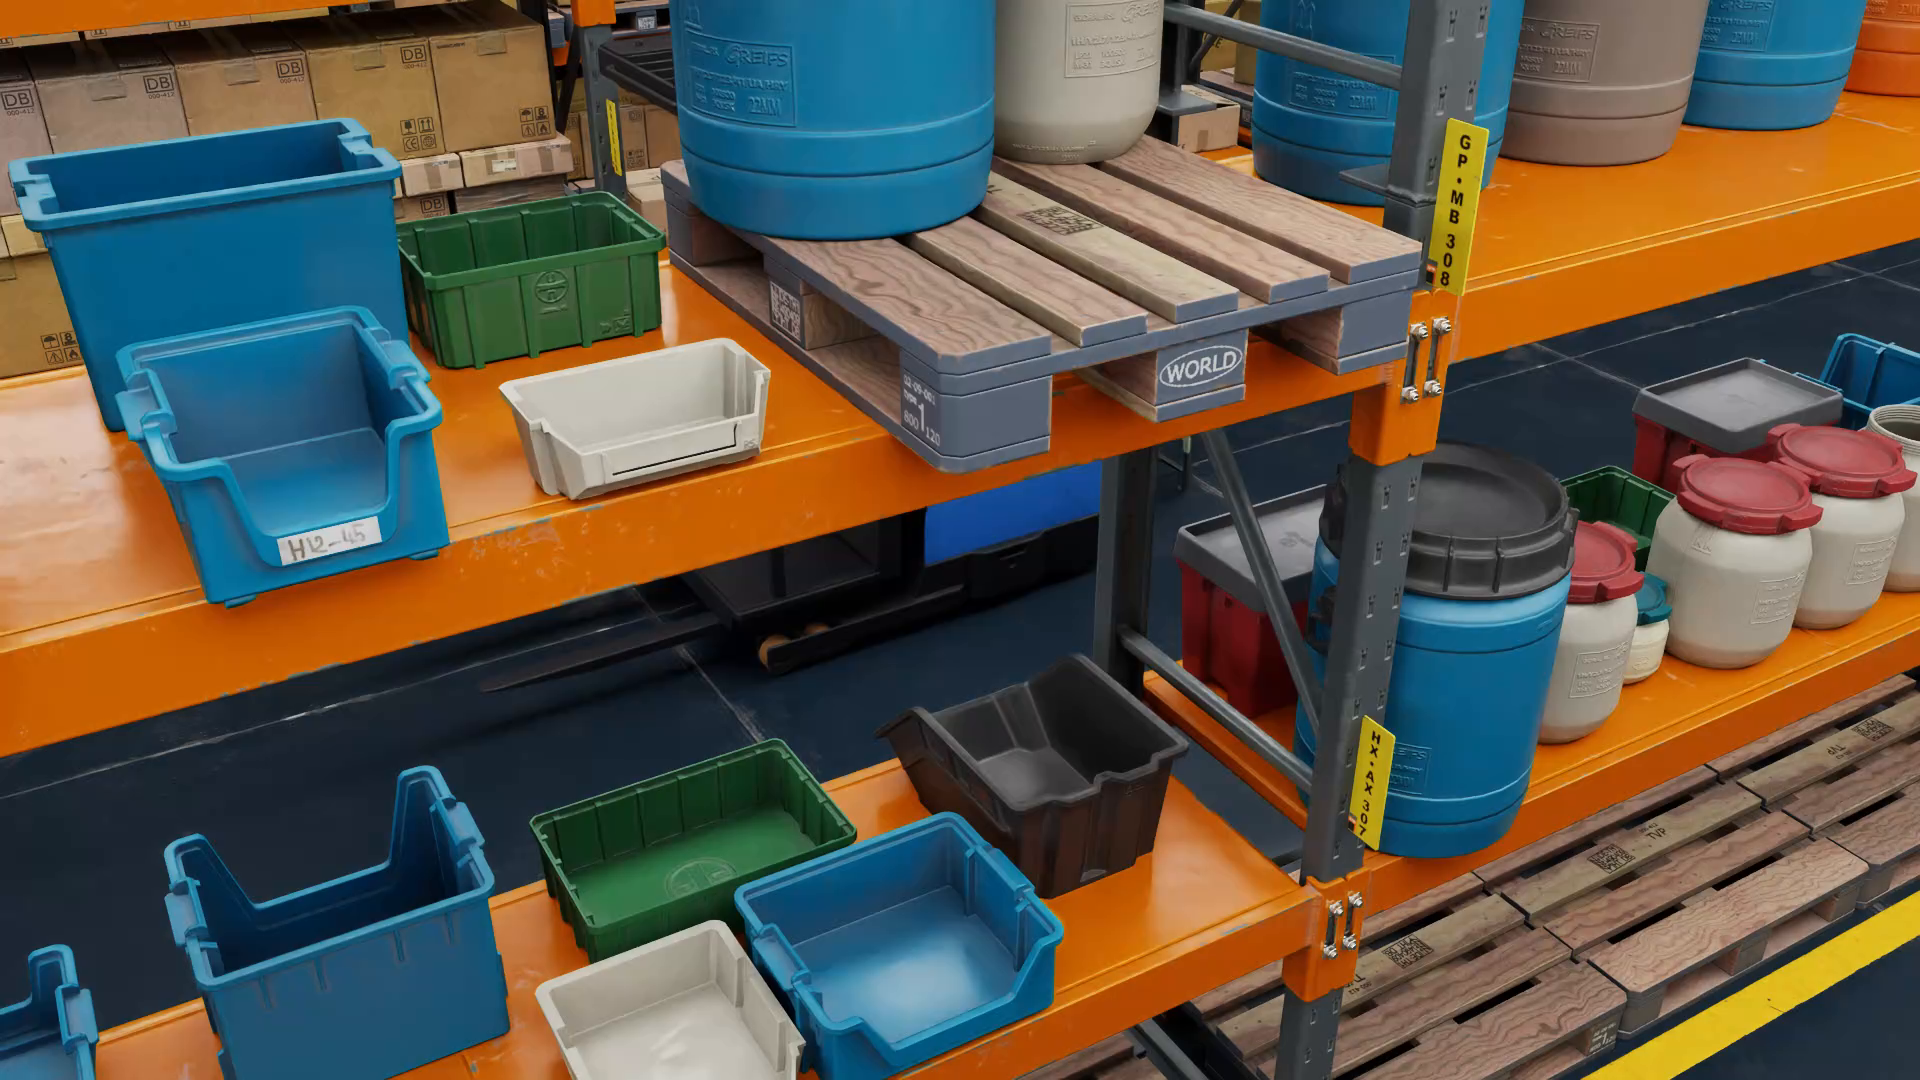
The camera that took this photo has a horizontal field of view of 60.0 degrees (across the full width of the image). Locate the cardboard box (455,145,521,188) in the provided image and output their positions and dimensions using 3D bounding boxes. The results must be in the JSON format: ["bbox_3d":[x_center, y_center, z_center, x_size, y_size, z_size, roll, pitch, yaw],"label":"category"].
[{"bbox_3d":[-2.167,-1.725,7.496,0.250,0.149,0.380,-17,33,-27],"label":"cardboard box"}]

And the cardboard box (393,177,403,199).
[{"bbox_3d":[-2.618,-1.595,7.261,0.250,0.149,0.380,-16,33,-26],"label":"cardboard box"}]

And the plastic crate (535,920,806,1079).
[{"bbox_3d":[-0.592,1.070,3.479,0.437,0.136,0.530,-16,33,-26],"label":"plastic crate"}]

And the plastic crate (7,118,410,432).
[{"bbox_3d":[-1.278,-0.467,2.905,0.575,0.384,0.392,-16,33,-26],"label":"plastic crate"}]

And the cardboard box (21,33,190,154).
[{"bbox_3d":[-3.504,-1.744,6.860,0.500,0.500,0.700,-16,33,-26],"label":"cardboard box"}]

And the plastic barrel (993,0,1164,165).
[{"bbox_3d":[0.208,-1.071,3.431,0.421,0.512,0.421,0,29,0],"label":"plastic barrel"}]

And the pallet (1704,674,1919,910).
[{"bbox_3d":[3.440,0.867,6.460,1.213,0.211,1.003,-16,33,-26],"label":"pallet"}]

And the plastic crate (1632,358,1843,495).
[{"bbox_3d":[2.580,-0.287,5.600,0.583,0.464,0.402,-16,33,-26],"label":"plastic crate"}]

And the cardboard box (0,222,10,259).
[{"bbox_3d":[-3.939,-1.221,6.583,0.250,0.149,0.380,-17,33,-28],"label":"cardboard box"}]

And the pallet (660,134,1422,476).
[{"bbox_3d":[0.107,-0.561,3.254,1.003,0.211,1.213,-16,33,-26],"label":"pallet"}]

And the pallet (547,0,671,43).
[{"bbox_3d":[-2.577,-4.069,12.717,1.213,0.211,1.003,-16,33,-26],"label":"pallet"}]

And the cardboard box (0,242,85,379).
[{"bbox_3d":[-3.985,-1.036,6.919,0.500,0.500,0.700,-16,33,-26],"label":"cardboard box"}]

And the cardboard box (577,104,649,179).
[{"bbox_3d":[-2.833,-3.216,13.105,0.500,0.500,0.700,-15,32,-26],"label":"cardboard box"}]

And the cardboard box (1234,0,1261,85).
[{"bbox_3d":[2.107,-3.020,10.080,0.700,0.500,0.500,22,36,34],"label":"cardboard box"}]

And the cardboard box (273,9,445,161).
[{"bbox_3d":[-2.641,-1.989,7.303,0.500,0.500,0.700,-16,33,-26],"label":"cardboard box"}]

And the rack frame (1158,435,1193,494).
[{"bbox_3d":[1.081,-0.981,8.475,0.023,1.500,0.400,-17,33,-27],"label":"rack frame"}]

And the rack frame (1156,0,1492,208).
[{"bbox_3d":[0.679,-2.175,2.877,0.127,3.000,1.000,-16,33,-26],"label":"rack frame"}]

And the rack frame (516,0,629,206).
[{"bbox_3d":[-1.827,-1.613,8.067,0.127,3.000,1.000,-16,33,-26],"label":"rack frame"}]

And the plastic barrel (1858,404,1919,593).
[{"bbox_3d":[2.986,-0.132,5.270,0.421,0.512,0.421,0,29,0],"label":"plastic barrel"}]

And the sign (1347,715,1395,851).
[{"bbox_3d":[0.948,0.563,3.840,0.005,0.325,0.100,-16,33,-26],"label":"sign"}]

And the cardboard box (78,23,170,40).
[{"bbox_3d":[-5.458,-3.459,10.771,0.500,0.500,0.500,-17,33,-28],"label":"cardboard box"}]

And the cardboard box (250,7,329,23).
[{"bbox_3d":[-4.591,-3.702,11.212,0.500,0.500,0.500,-16,33,-26],"label":"cardboard box"}]

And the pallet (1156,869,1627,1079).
[{"bbox_3d":[1.337,1.464,5.378,1.213,0.211,1.003,-16,33,-26],"label":"pallet"}]

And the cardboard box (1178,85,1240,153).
[{"bbox_3d":[1.286,-2.482,9.735,0.500,0.311,0.500,-14,32,-23],"label":"cardboard box"}]

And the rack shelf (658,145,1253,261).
[{"bbox_3d":[-0.103,-1.787,9.128,4.000,0.370,1.077,-16,33,-26],"label":"rack shelf"}]

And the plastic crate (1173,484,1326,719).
[{"bbox_3d":[0.942,0.178,4.757,0.583,0.464,0.402,-16,33,-26],"label":"plastic crate"}]

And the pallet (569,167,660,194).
[{"bbox_3d":[-2.616,-2.946,13.370,1.213,0.211,1.003,-16,33,-26],"label":"pallet"}]

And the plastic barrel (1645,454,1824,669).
[{"bbox_3d":[2.248,0.070,4.878,0.433,0.535,0.433,0,29,0],"label":"plastic barrel"}]

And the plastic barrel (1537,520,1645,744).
[{"bbox_3d":[1.615,0.250,4.553,0.433,0.535,0.433,0,29,0],"label":"plastic barrel"}]

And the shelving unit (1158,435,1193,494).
[{"bbox_3d":[0.769,-0.888,8.307,0.755,1.500,0.431,-17,33,-27],"label":"shelving unit"}]

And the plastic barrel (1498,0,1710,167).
[{"bbox_3d":[1.572,-1.456,4.160,0.600,0.901,0.600,0,29,0],"label":"plastic barrel"}]

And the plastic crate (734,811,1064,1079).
[{"bbox_3d":[-0.137,0.901,3.667,0.616,0.251,0.499,-16,33,-26],"label":"plastic crate"}]

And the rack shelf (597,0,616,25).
[{"bbox_3d":[-0.103,-3.100,8.404,4.000,0.370,1.077,-16,33,-26],"label":"rack shelf"}]

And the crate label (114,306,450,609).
[{"bbox_3d":[-0.988,-0.138,2.445,0.408,0.251,0.502,-16,33,-26],"label":"crate label"}]

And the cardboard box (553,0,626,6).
[{"bbox_3d":[-2.847,-4.330,12.433,0.500,0.500,0.700,-11,31,-20],"label":"cardboard box"}]

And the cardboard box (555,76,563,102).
[{"bbox_3d":[-3.336,-3.398,12.659,0.500,0.250,0.500,-17,33,-27],"label":"cardboard box"}]

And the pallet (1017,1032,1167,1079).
[{"bbox_3d":[0.079,1.820,4.734,1.213,0.211,1.003,-16,33,-26],"label":"pallet"}]

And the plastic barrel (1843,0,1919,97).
[{"bbox_3d":[2.746,-1.758,4.782,0.708,0.830,0.600,-16,33,-26],"label":"plastic barrel"}]

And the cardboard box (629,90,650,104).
[{"bbox_3d":[-2.450,-3.642,13.100,0.500,0.250,0.500,-16,33,-27],"label":"cardboard box"}]

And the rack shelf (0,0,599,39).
[{"bbox_3d":[-3.551,-2.121,6.629,4.000,0.370,1.077,-16,33,-26],"label":"rack shelf"}]

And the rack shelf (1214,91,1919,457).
[{"bbox_3d":[2.404,-1.036,4.663,4.000,0.370,1.077,-16,33,-26],"label":"rack shelf"}]

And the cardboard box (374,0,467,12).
[{"bbox_3d":[-3.884,-4.022,11.875,0.500,0.500,0.700,-16,33,-26],"label":"cardboard box"}]

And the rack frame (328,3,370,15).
[{"bbox_3d":[-4.340,-3.675,11.805,0.127,3.000,1.000,-16,33,-26],"label":"rack frame"}]

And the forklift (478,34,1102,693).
[{"bbox_3d":[-0.805,-0.996,7.022,3.031,2.935,1.130,-17,33,-27],"label":"forklift"}]

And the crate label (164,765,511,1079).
[{"bbox_3d":[-1.320,0.852,3.565,0.616,0.435,0.502,-16,33,-26],"label":"crate label"}]

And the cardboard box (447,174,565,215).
[{"bbox_3d":[-2.206,-1.545,7.842,0.500,0.500,0.700,-17,33,-28],"label":"cardboard box"}]

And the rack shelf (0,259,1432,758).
[{"bbox_3d":[-1.045,-0.057,2.889,4.000,0.370,1.077,-16,33,-26],"label":"rack shelf"}]
